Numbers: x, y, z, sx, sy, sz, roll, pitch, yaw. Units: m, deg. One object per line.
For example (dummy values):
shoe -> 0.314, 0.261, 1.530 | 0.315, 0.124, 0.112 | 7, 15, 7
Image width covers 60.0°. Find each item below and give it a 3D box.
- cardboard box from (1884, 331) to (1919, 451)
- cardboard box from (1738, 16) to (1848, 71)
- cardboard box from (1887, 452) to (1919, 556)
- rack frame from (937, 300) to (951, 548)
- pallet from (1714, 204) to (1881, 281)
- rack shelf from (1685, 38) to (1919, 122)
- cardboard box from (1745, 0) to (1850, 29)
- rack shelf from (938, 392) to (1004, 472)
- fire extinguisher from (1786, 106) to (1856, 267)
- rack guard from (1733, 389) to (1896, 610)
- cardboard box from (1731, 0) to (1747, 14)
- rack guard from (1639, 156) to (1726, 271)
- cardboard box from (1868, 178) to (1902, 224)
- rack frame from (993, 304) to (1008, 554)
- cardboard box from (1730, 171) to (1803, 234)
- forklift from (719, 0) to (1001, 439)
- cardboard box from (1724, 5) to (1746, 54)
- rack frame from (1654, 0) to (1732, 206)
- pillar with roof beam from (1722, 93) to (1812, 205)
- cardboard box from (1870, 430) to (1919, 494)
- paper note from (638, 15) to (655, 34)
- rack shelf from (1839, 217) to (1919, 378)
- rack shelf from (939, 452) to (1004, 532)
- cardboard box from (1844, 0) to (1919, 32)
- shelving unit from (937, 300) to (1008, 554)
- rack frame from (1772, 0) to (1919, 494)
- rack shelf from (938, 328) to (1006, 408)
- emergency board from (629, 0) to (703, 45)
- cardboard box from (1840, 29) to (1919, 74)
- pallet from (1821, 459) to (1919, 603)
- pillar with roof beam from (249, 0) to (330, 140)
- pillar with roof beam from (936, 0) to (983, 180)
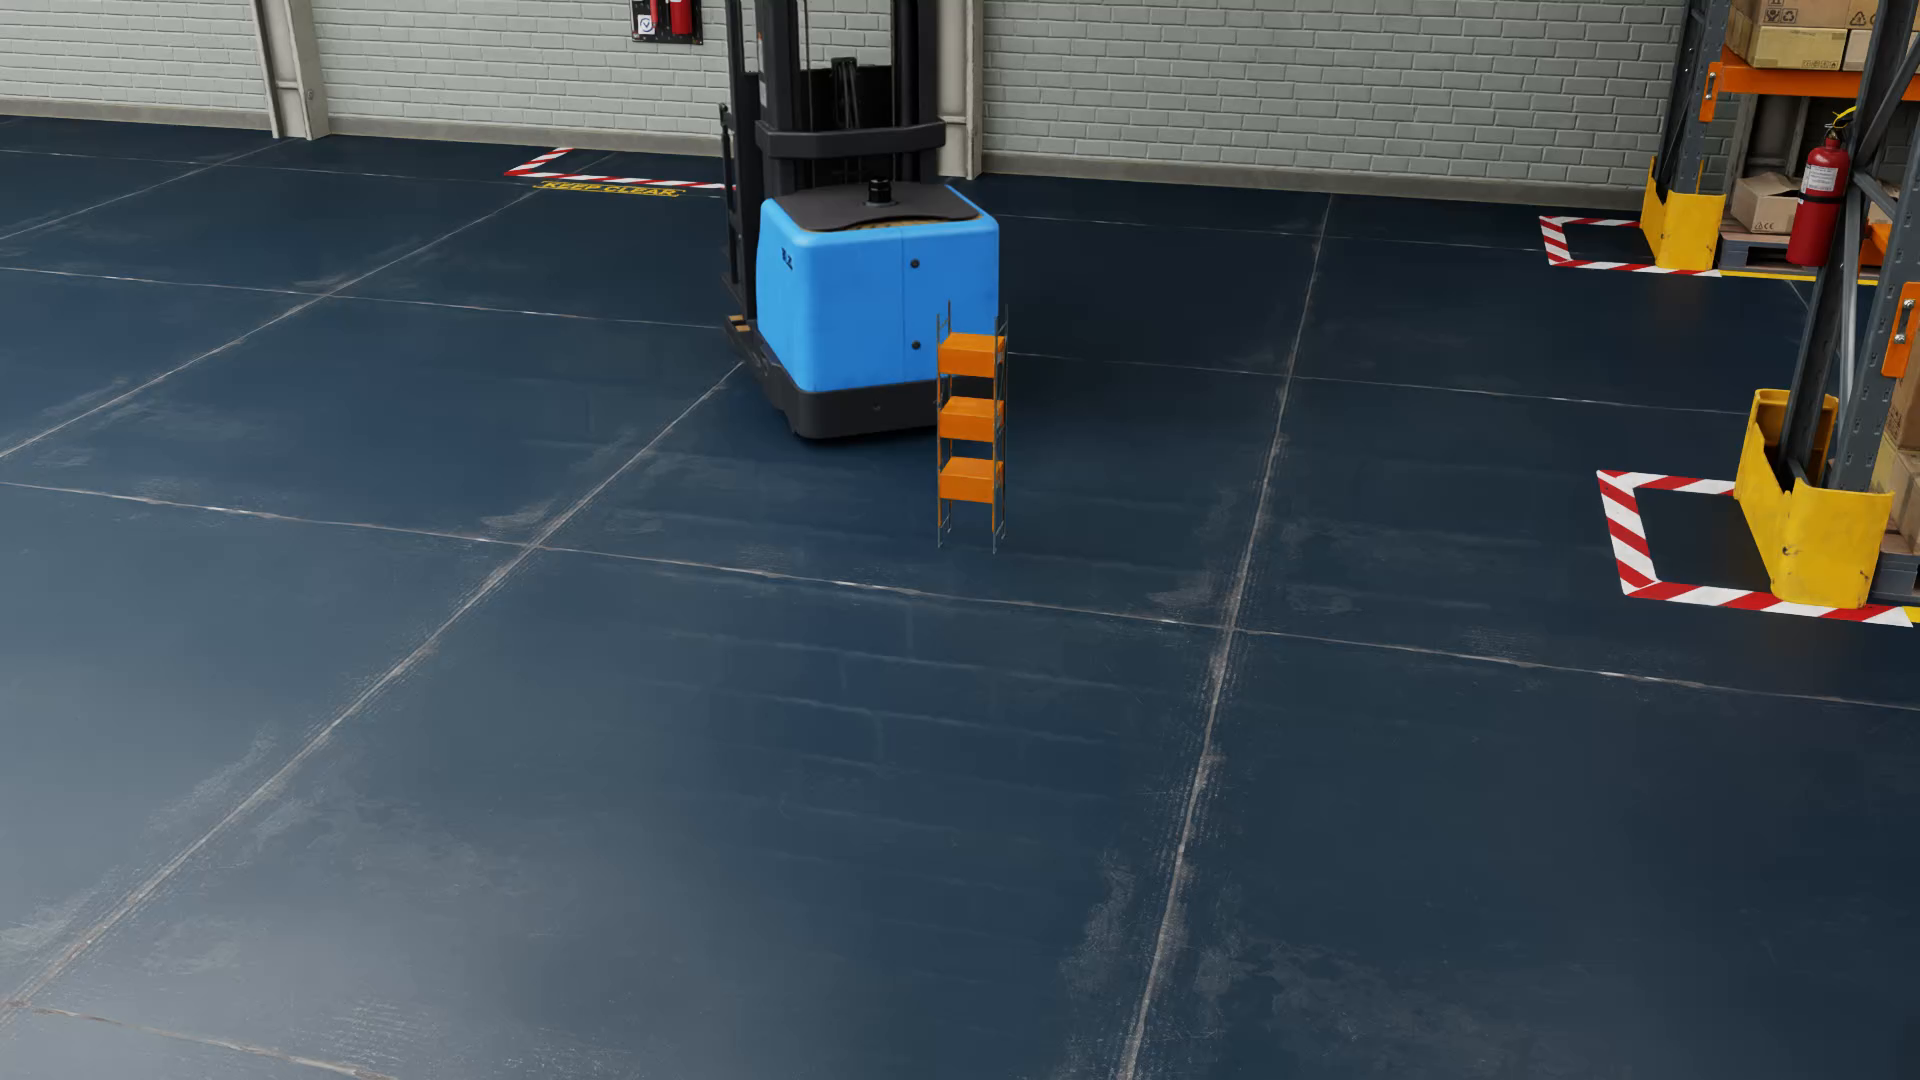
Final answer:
cardboard box -> 4.231, -0.682, 7.030 | 0.500, 0.500, 0.500 | 6, 26, 13
cardboard box -> 5.261, -3.148, 10.524 | 0.500, 0.250, 0.500 | 6, 26, 11
cardboard box -> 4.102, -0.127, 6.737 | 0.500, 0.250, 0.500 | 6, 26, 13
rack frame -> -0.066, -0.481, 7.040 | 0.008, 1.050, 0.200 | 6, 26, 13
pallet -> 5.720, -2.022, 11.252 | 1.213, 0.211, 1.003 | 6, 26, 13
rack shelf -> 6.805, -2.852, 10.588 | 4.000, 0.370, 1.077 | 6, 26, 13
cardboard box -> 5.255, -3.495, 10.380 | 0.500, 0.500, 0.500 | 6, 26, 13
rack shelf -> 0.052, -0.459, 7.017 | 0.240, 0.259, 0.215 | 6, 26, 13
fire extinguisher -> 3.639, -1.500, 7.000 | 0.183, 0.674, 0.296 | 6, 26, 13
rack guard -> 3.615, -0.202, 7.094 | 0.348, 0.500, 1.175 | 6, 26, 13
cardboard box -> 5.377, -3.709, 10.830 | 0.500, 0.500, 0.500 | 6, 26, 12
rack guard -> 4.942, -2.254, 11.404 | 0.348, 0.500, 1.175 | 6, 26, 13
cardboard box -> 6.068, -2.203, 11.005 | 0.500, 0.311, 0.500 | 9, 27, 17
rack frame -> 0.170, -0.455, 6.985 | 0.008, 1.050, 0.200 | 6, 26, 13
cardboard box -> 5.516, -2.264, 11.133 | 0.500, 0.311, 0.500 | 3, 26, 7
forklift -> -0.736, -2.428, 8.939 | 1.130, 2.935, 3.031 | -8, 27, -16
cardboard box -> 5.369, -3.363, 10.976 | 0.500, 0.250, 0.500 | 7, 26, 14
rack frame -> 4.868, -3.391, 10.884 | 0.127, 3.000, 1.000 | 6, 26, 13
pillar with roof beam -> 4.689, -4.593, 6.429 | 0.400, 9.000, 9.100 | 6, 26, 13
cardboard box -> 4.231, -0.342, 7.190 | 0.500, 0.250, 0.500 | 6, 26, 13
paper note -> -2.588, -4.249, 13.710 | 0.142, 0.148, 0.016 | 6, 26, 13
rack shelf -> 5.575, -0.790, 6.256 | 4.000, 0.370, 1.077 | 6, 26, 13
rack shelf -> 0.052, -0.208, 7.136 | 0.240, 0.259, 0.215 | 6, 26, 13
cardboard box -> 5.732, -3.438, 10.260 | 0.500, 0.500, 0.500 | 6, 26, 13
shelving unit -> 0.052, -0.468, 7.012 | 0.252, 1.050, 0.215 | 6, 26, 13
rack frame -> 3.638, -1.329, 6.551 | 0.127, 3.000, 1.000 | 6, 26, 13
rack shelf -> 0.052, -0.715, 6.895 | 0.240, 0.259, 0.215 | 6, 26, 13
emergency board -> -2.433, -4.599, 13.421 | 0.643, 1.169, 0.194 | 6, 26, 13
cardboard box -> 5.768, -3.098, 10.420 | 0.500, 0.250, 0.500 | 5, 26, 11
pallet -> 4.389, -0.005, 7.015 | 1.213, 0.211, 1.003 | 6, 26, 13
pillar with roof beam -> -6.933, -5.878, 9.127 | 0.400, 9.000, 9.100 | 6, 26, 13
pillar with roof beam -> -1.122, -5.235, 7.778 | 0.400, 9.000, 9.100 | 6, 26, 13
